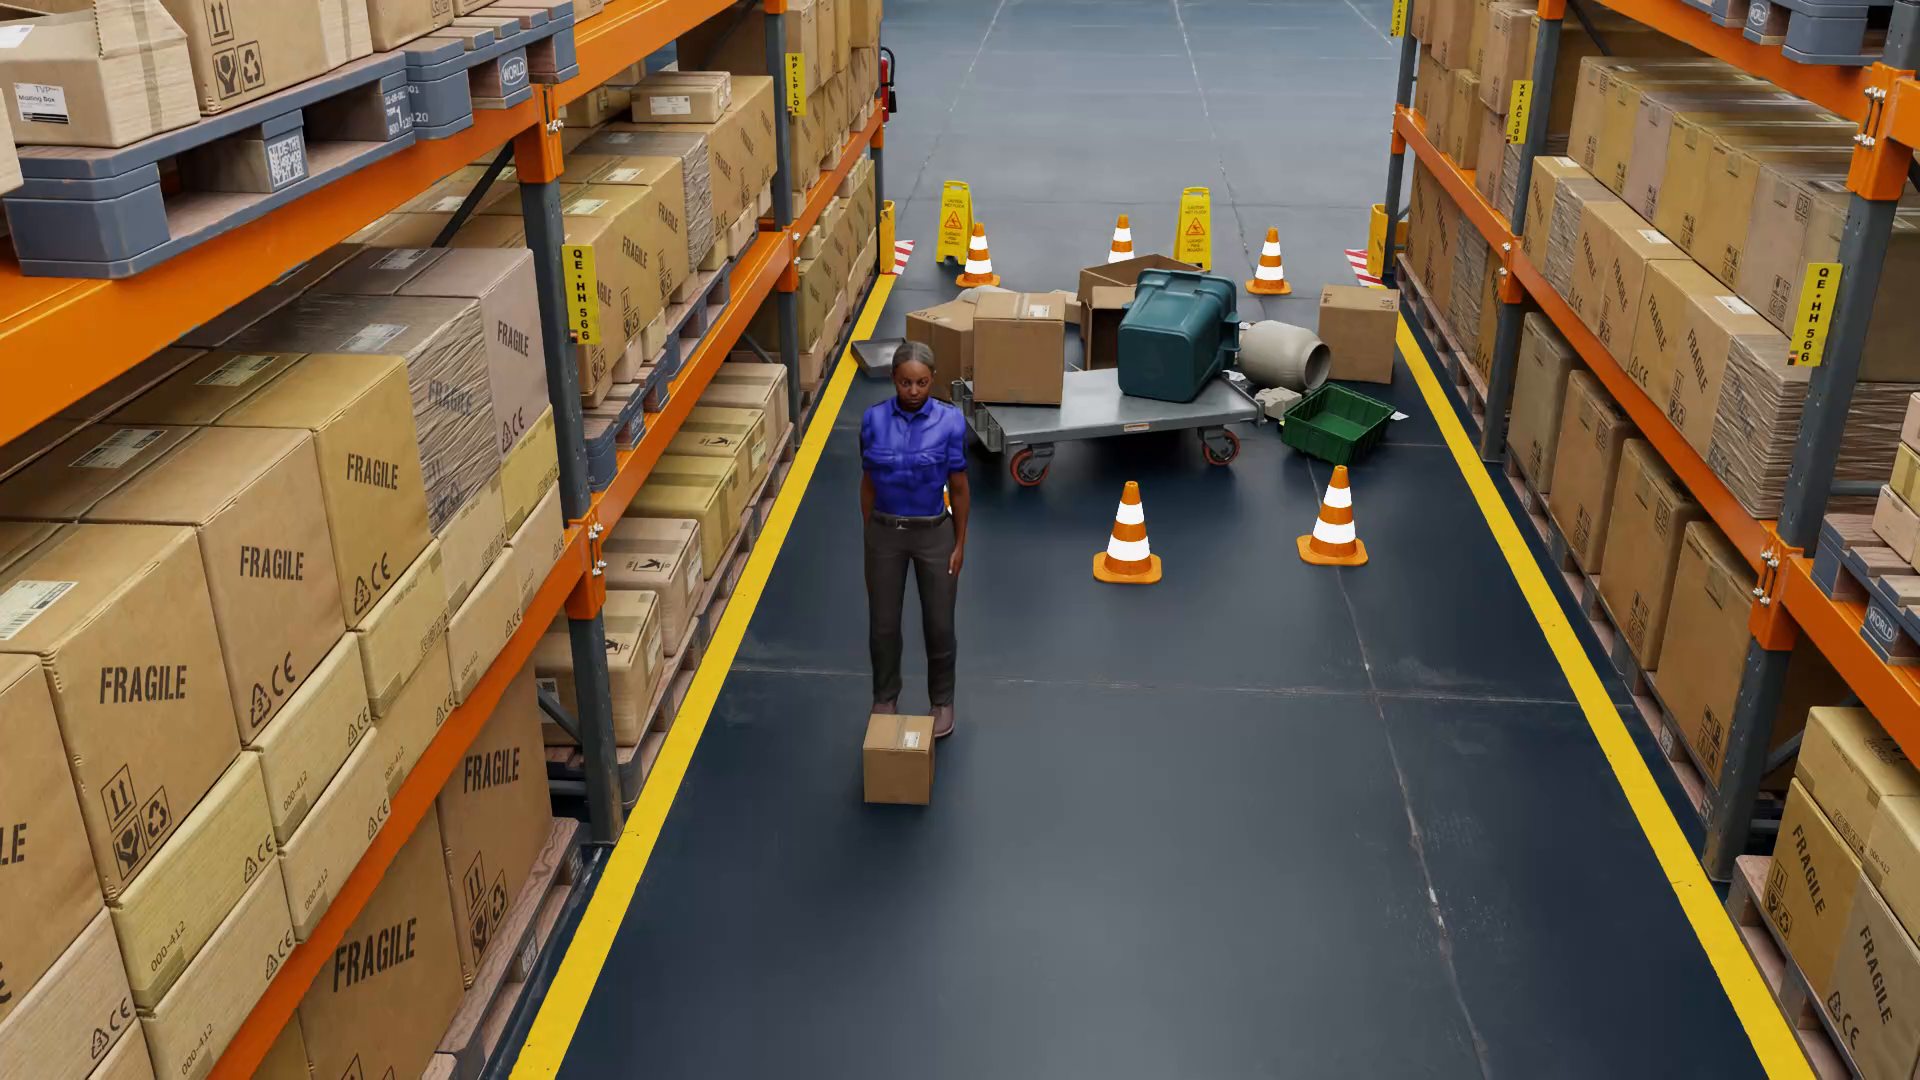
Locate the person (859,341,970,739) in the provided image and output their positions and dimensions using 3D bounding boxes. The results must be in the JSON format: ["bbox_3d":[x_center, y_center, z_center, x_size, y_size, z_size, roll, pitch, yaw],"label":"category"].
[{"bbox_3d":[-0.179,0.007,6.603,0.437,1.656,0.299,2,25,5],"label":"person"}]
